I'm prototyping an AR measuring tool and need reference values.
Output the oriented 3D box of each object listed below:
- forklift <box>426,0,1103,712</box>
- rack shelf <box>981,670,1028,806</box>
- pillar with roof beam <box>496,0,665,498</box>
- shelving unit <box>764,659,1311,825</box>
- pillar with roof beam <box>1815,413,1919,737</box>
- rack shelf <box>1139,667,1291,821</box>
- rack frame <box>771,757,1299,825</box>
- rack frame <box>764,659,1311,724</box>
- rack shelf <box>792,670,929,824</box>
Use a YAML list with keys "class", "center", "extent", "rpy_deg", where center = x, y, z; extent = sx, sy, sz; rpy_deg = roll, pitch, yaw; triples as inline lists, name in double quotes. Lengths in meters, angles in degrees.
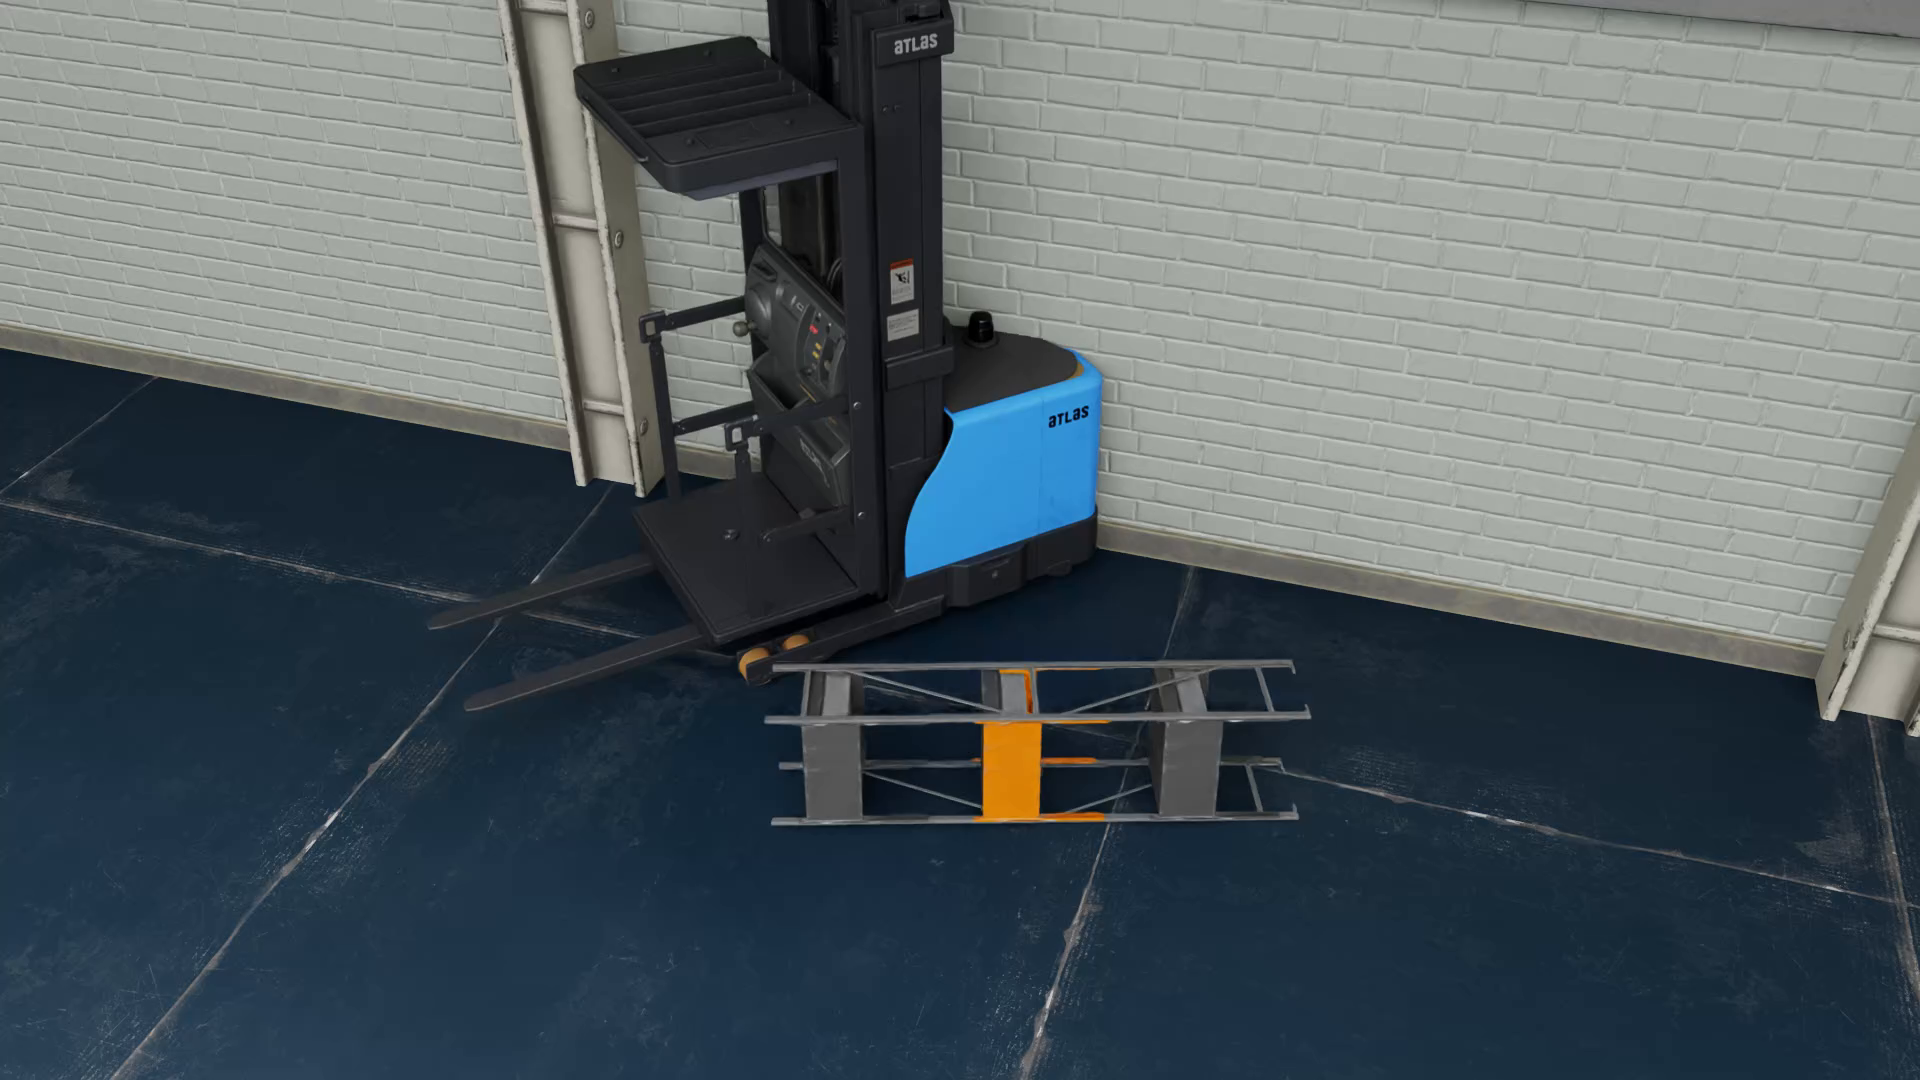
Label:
- class: "forklift"
  center: [-0.884, -0.894, 6.992]
  extent: [3.031, 2.935, 1.130]
  rpy_deg: [-18, 40, -23]
- class: "rack shelf"
  center: [0.175, 0.809, 6.671]
  extent: [0.174, 0.457, 0.368]
  rpy_deg: [0, 29, -1]
- class: "pillar with roof beam"
  center: [-3.046, -1.528, 2.734]
  extent: [0.400, 9.000, 9.100]
  rpy_deg: [10, 38, 14]
- class: "shelving unit"
  center: [0.298, 0.808, 6.672]
  extent: [2.100, 0.503, 0.431]
  rpy_deg: [0, 29, -1]
- class: "pillar with roof beam"
  center: [2.681, -0.467, 1.293]
  extent: [0.400, 9.000, 9.100]
  rpy_deg: [10, 38, 14]
- class: "rack shelf"
  center: [1.012, 0.802, 6.681]
  extent: [0.518, 0.480, 0.431]
  rpy_deg: [0, 29, -1]
- class: "rack frame"
  center: [0.299, 1.022, 6.790]
  extent: [2.100, 0.015, 0.400]
  rpy_deg: [0, 29, -1]
- class: "rack frame"
  center: [0.298, 0.595, 6.554]
  extent: [2.100, 0.015, 0.400]
  rpy_deg: [0, 29, -1]
- class: "rack shelf"
  center: [-0.388, 0.814, 6.664]
  extent: [0.518, 0.480, 0.431]
  rpy_deg: [0, 29, -1]
